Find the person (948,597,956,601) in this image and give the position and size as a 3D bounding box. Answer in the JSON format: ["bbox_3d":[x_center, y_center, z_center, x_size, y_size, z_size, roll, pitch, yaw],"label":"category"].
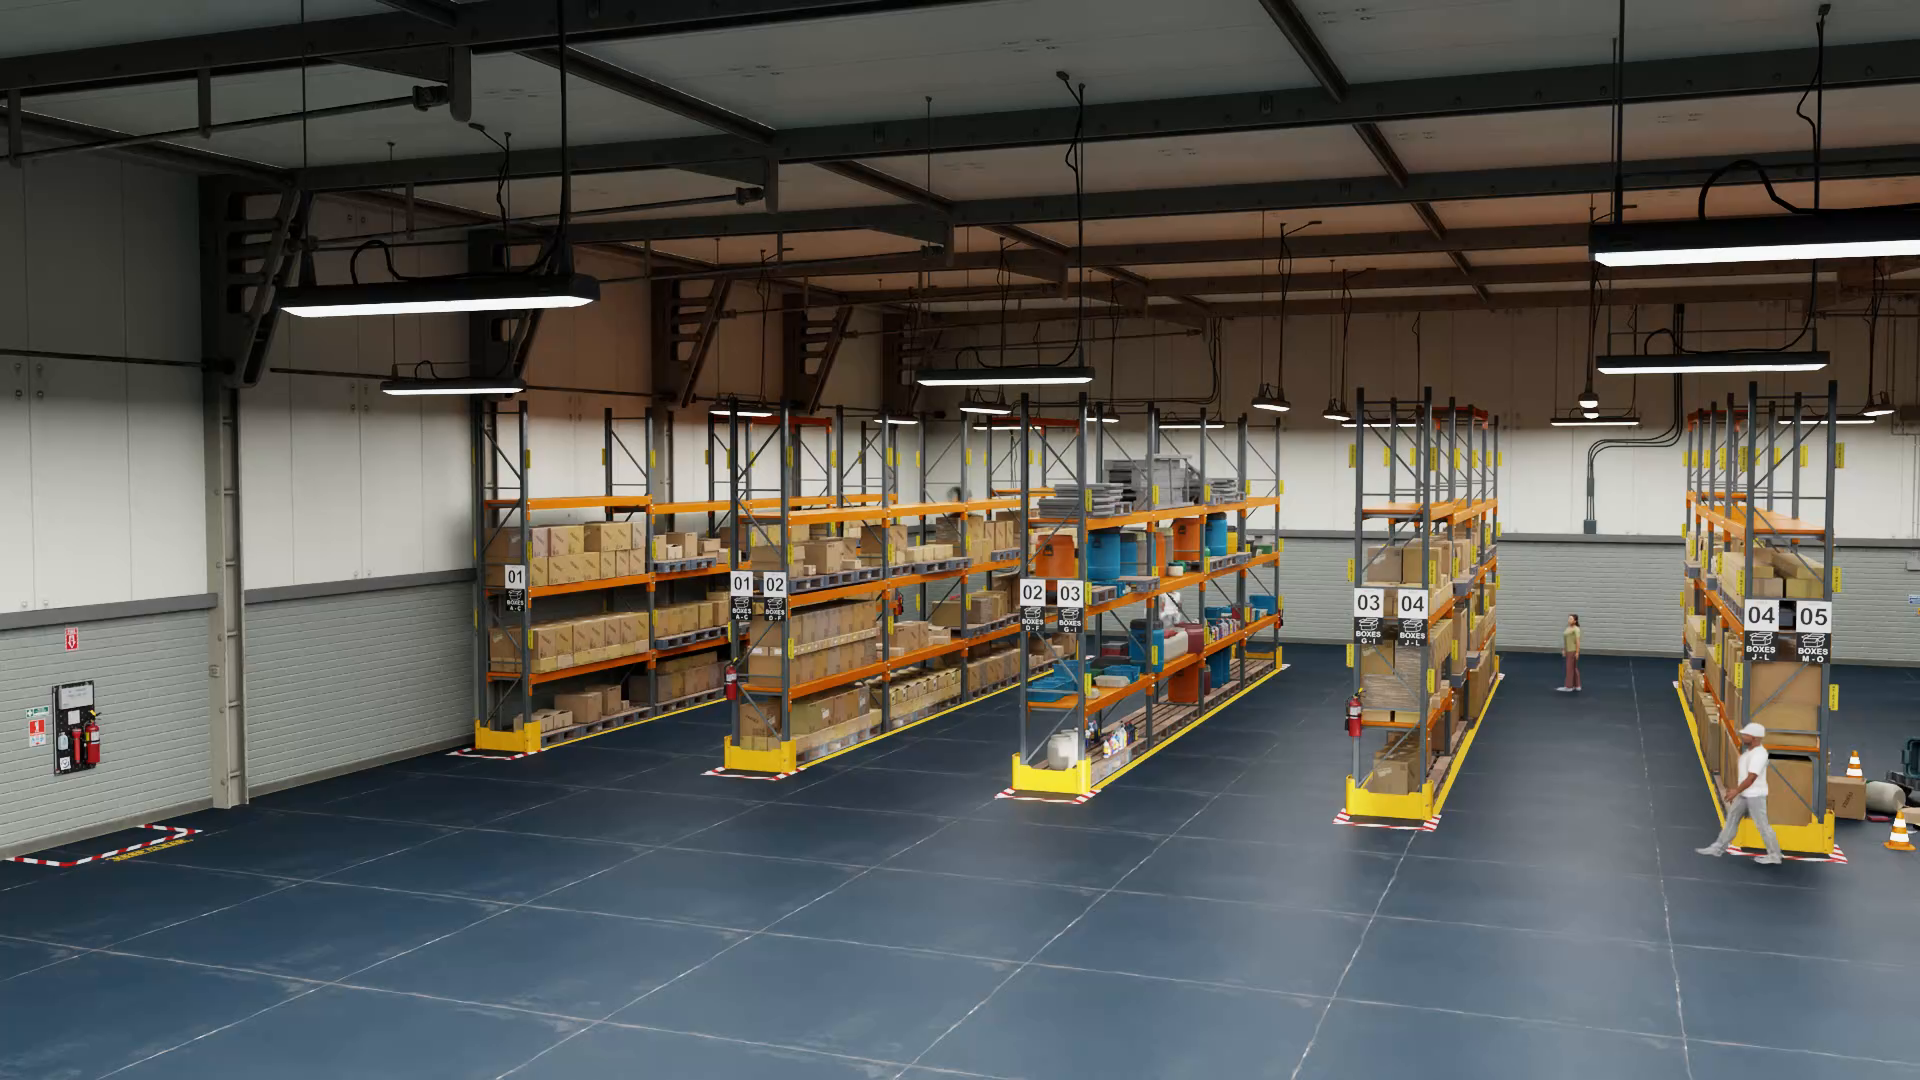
[{"bbox_3d":[-0.187,2.203,39.138,0.654,1.721,1.040,1,3,19],"label":"person"}]

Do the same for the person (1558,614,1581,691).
[{"bbox_3d":[13.166,2.421,35.914,0.493,1.670,0.437,1,3,13],"label":"person"}]

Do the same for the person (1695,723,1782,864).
[{"bbox_3d":[9.651,3.115,20.523,0.938,1.724,0.589,0,3,9],"label":"person"}]

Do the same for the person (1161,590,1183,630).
[{"bbox_3d":[5.606,1.962,44.331,0.616,1.755,0.804,-2,3,-33],"label":"person"}]
